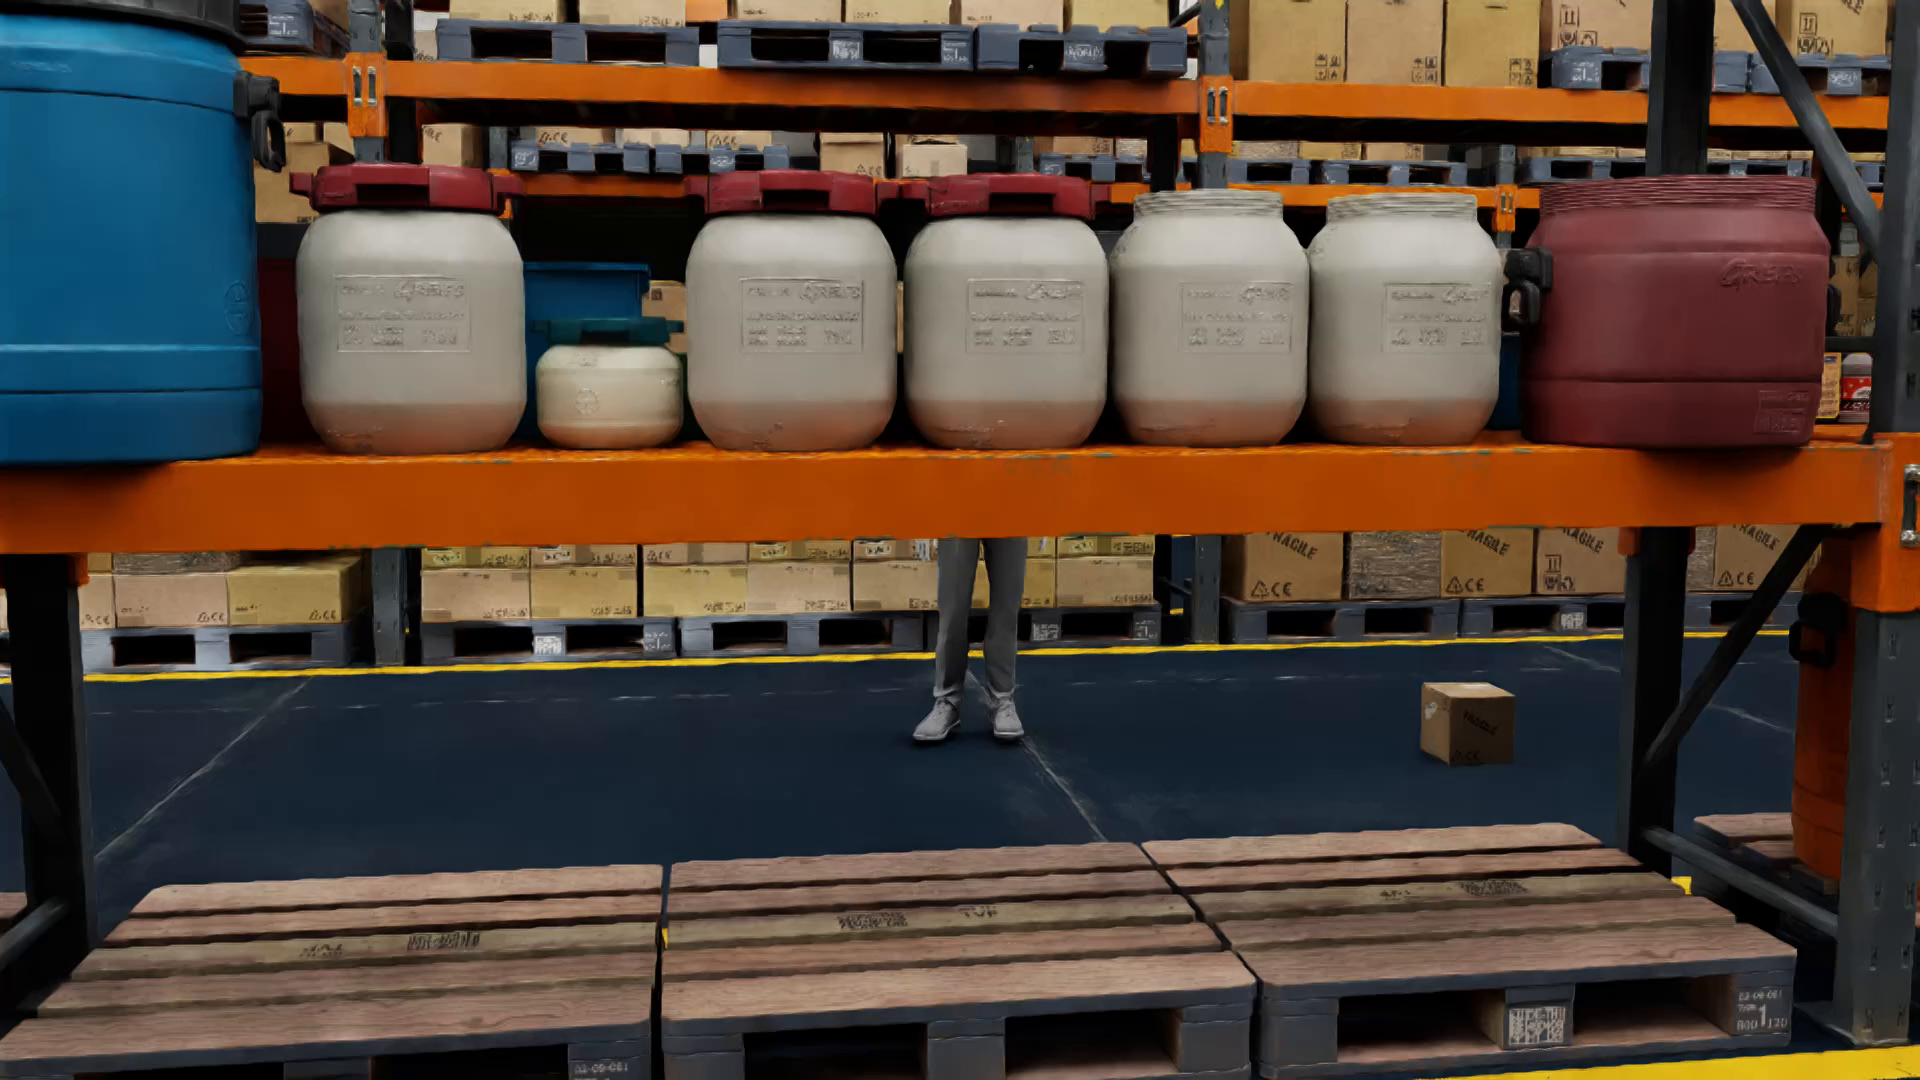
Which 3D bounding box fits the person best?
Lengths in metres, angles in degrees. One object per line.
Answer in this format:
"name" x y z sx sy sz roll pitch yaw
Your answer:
"person" 0.079 -0.087 6.318 0.545 1.687 0.344 -2 7 -18
